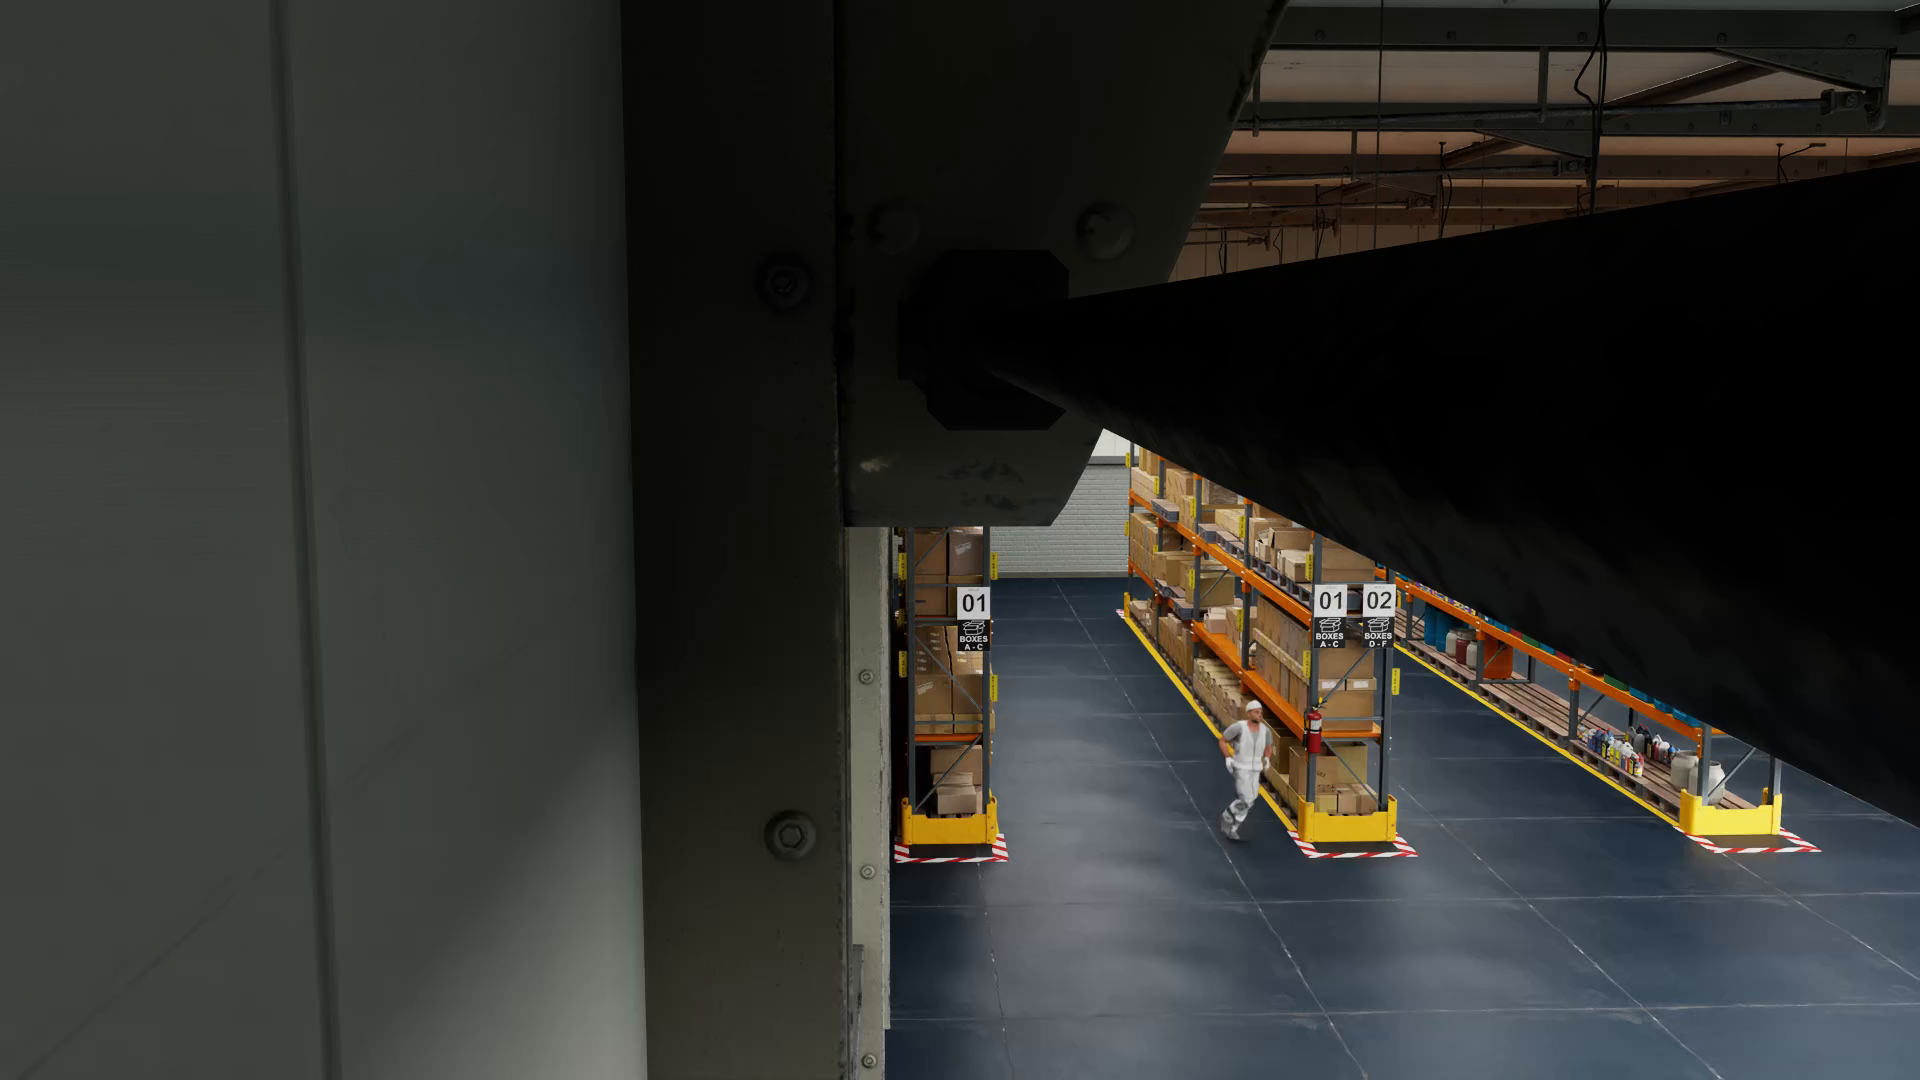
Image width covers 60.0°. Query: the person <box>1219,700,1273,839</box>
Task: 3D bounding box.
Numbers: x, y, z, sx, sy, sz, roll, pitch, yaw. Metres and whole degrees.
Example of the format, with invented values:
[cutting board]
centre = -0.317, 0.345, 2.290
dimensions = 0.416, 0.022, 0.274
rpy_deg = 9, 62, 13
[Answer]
[person]
centre = 3.590, 2.845, 20.520
dimensions = 0.656, 1.734, 0.546
rpy_deg = -3, 8, -22
